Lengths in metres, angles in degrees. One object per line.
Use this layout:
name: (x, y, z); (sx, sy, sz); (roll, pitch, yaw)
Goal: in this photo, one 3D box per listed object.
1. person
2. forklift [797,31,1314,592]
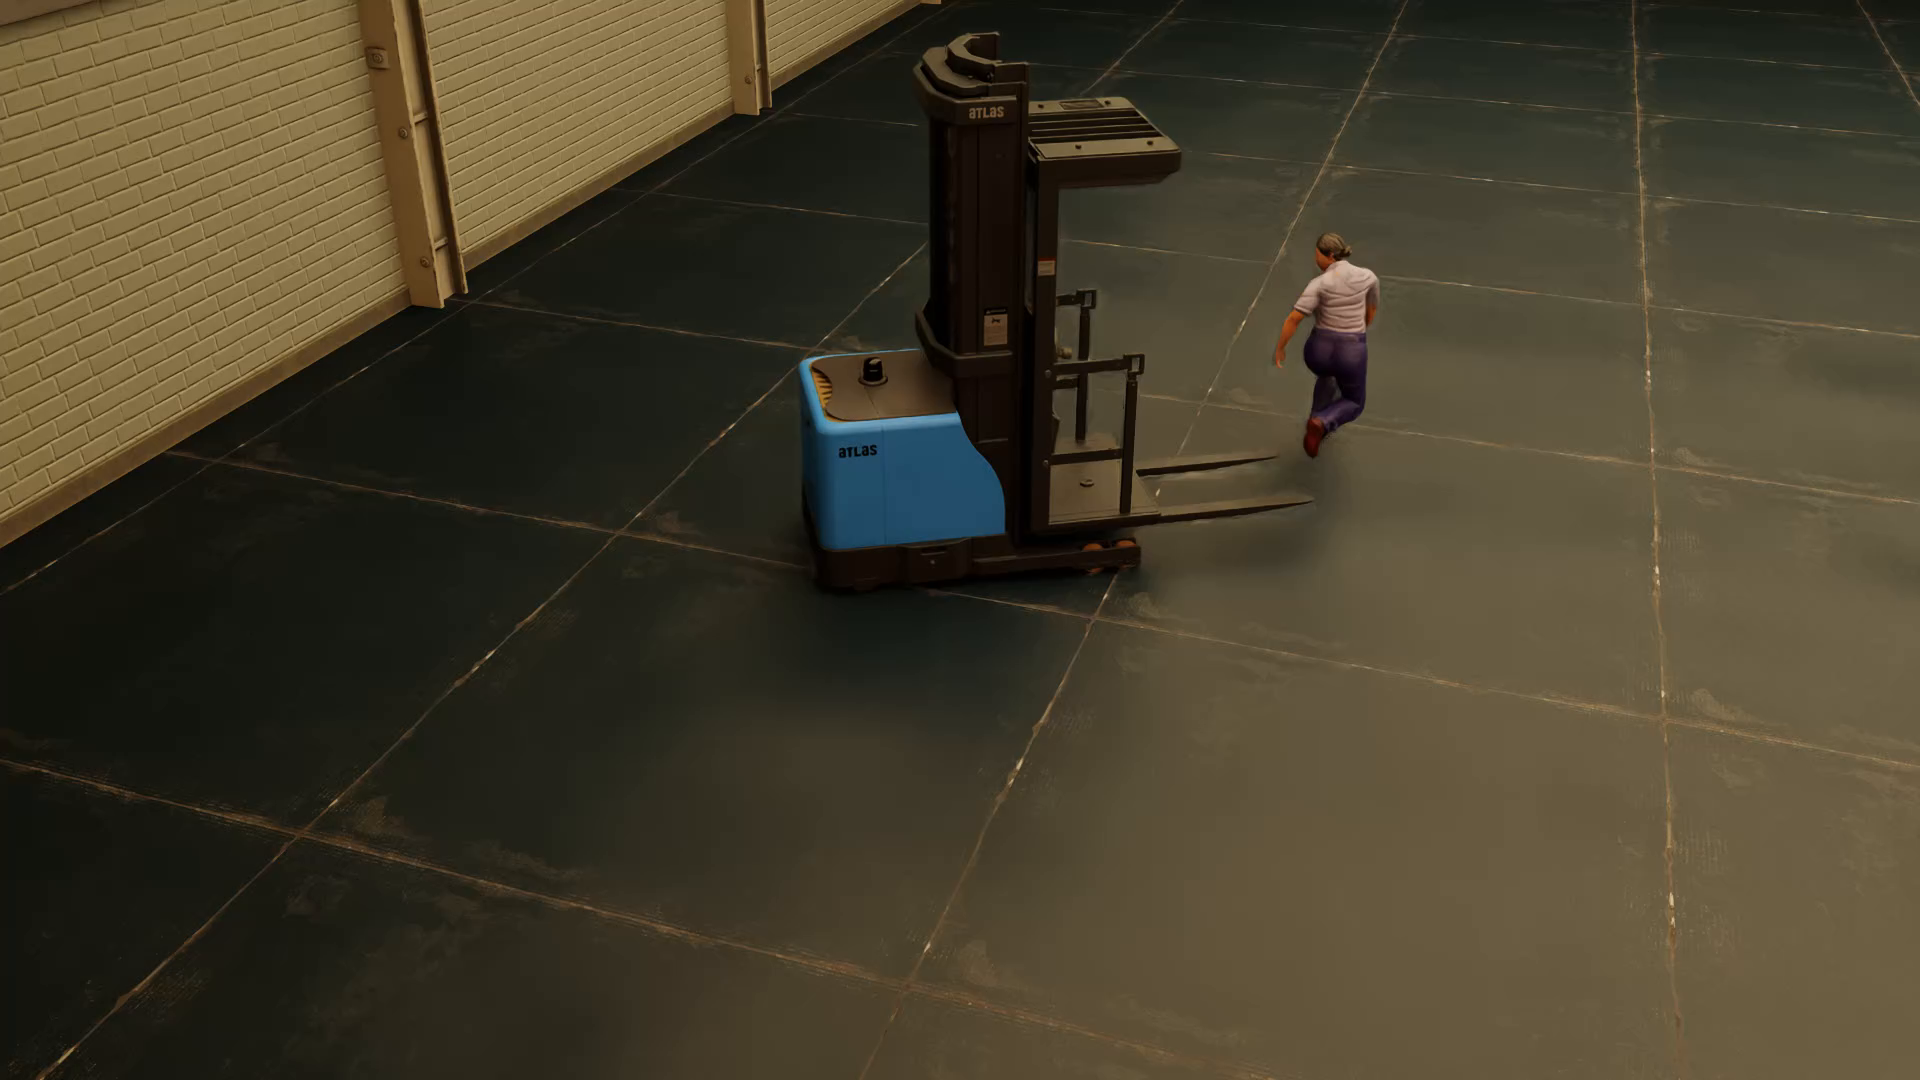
person: (2.391, -1.278, 10.910); (0.601, 1.431, 0.759); (10, 31, 18)
forklift: (0.598, -1.334, 9.477); (3.031, 2.935, 1.130); (-6, 30, -10)
